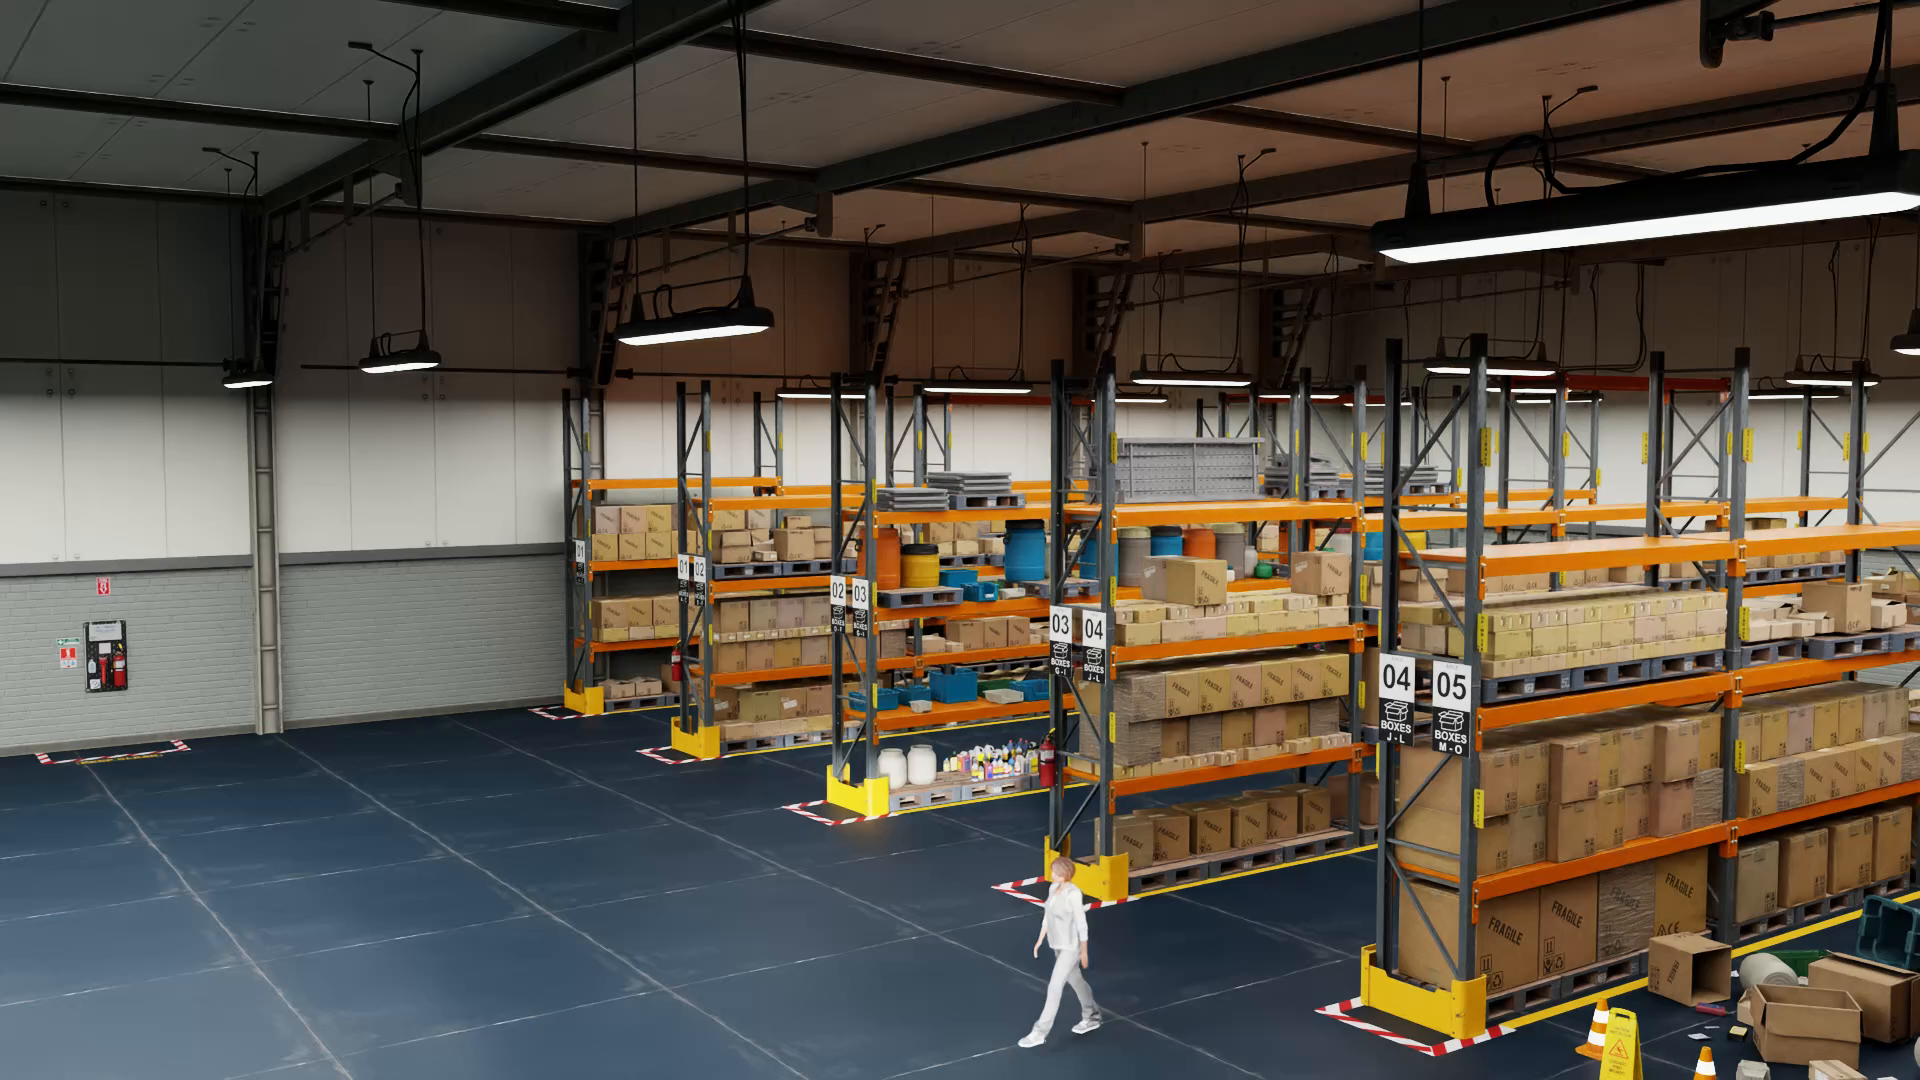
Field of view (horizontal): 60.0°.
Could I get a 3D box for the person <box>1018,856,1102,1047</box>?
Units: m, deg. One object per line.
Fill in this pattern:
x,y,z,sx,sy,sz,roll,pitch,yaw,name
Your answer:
0.826,3.456,14.098,0.890,1.556,0.445,-2,4,-24,person
